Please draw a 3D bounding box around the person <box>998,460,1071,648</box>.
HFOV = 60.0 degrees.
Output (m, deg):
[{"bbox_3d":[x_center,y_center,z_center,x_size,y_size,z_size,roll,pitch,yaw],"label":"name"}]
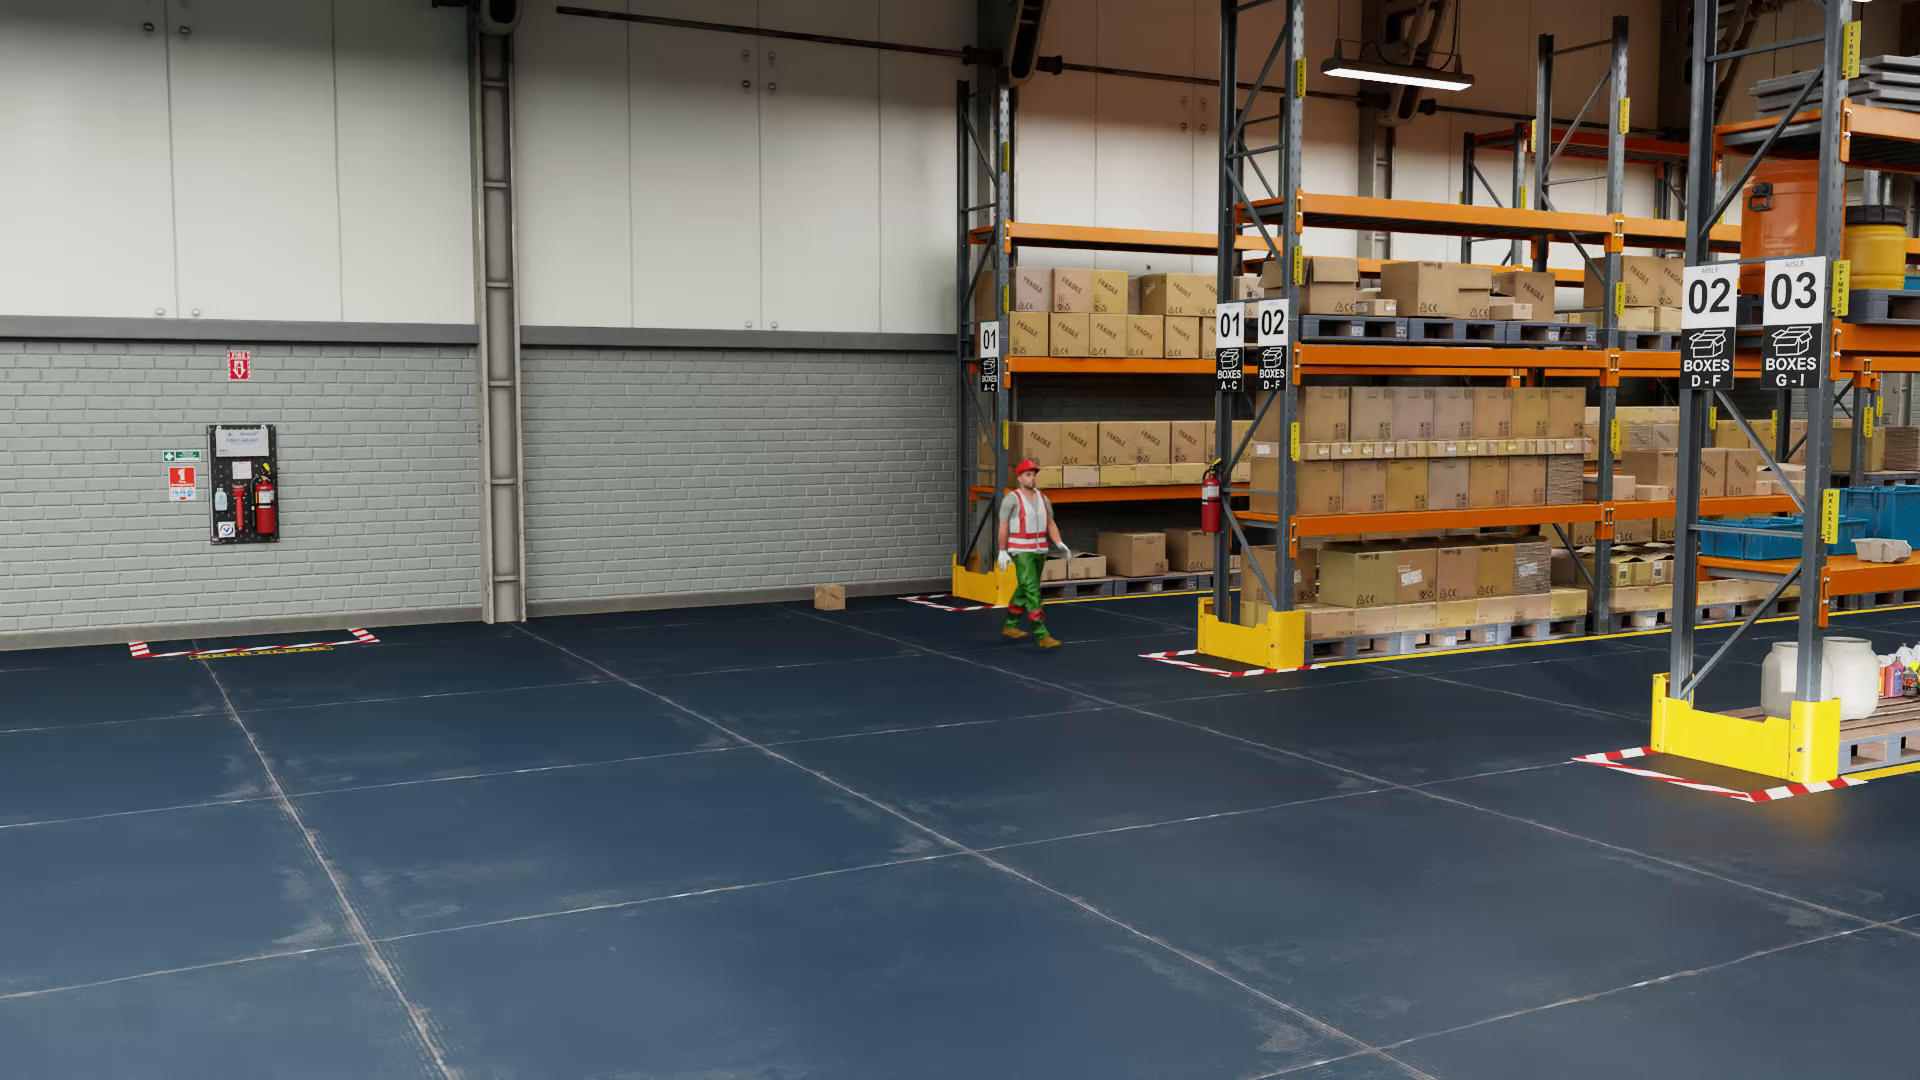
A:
[{"bbox_3d":[0.702,0.115,15.610,0.547,1.733,1.038,-4,6,-37],"label":"person"}]
